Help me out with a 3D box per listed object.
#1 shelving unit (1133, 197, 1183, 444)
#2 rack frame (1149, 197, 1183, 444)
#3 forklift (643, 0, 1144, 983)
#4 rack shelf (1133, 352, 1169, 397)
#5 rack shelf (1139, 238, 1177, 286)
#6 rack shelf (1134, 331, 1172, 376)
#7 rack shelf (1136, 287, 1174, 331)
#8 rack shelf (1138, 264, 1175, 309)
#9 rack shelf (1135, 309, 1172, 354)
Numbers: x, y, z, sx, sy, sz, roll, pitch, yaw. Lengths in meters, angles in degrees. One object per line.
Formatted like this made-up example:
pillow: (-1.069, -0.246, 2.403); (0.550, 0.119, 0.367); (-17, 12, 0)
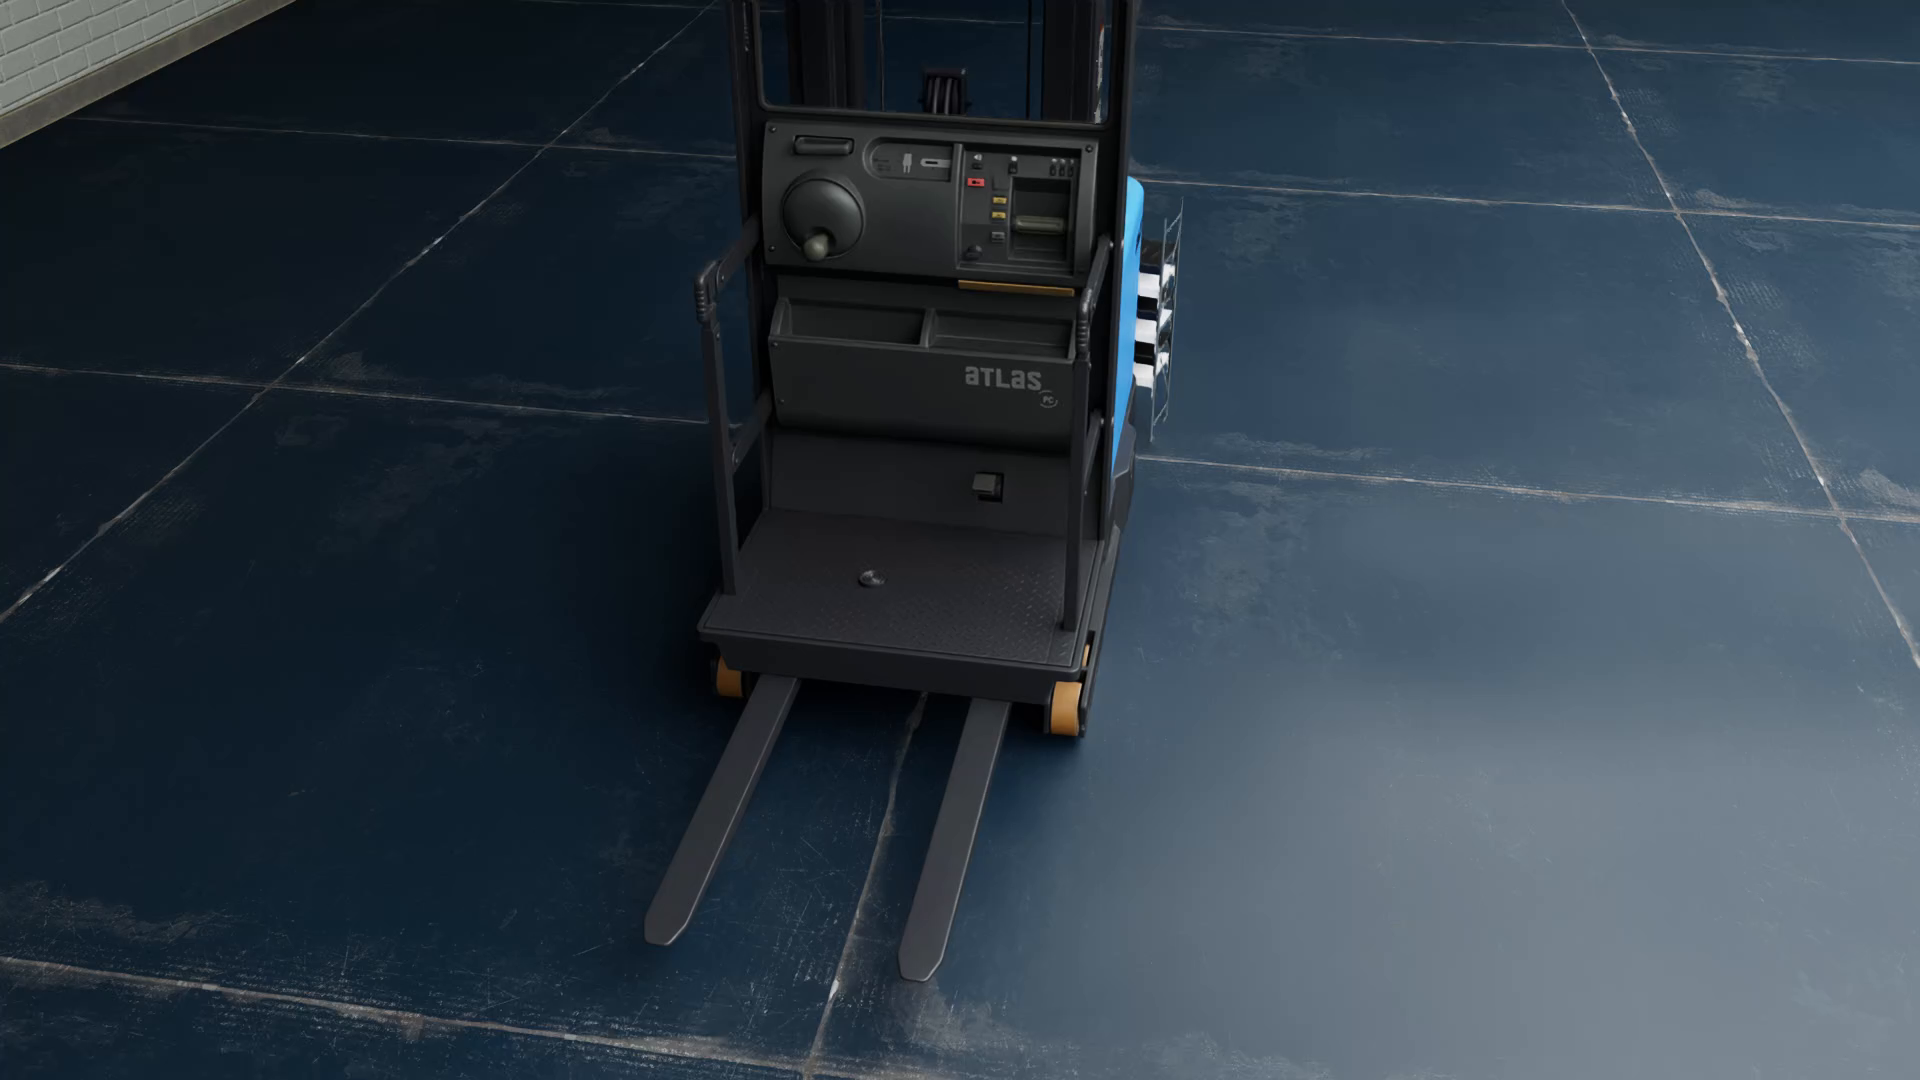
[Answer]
shelving unit: (0.672, -0.828, 6.224); (0.210, 0.900, 0.258); (12, 34, 18)
rack frame: (0.766, -0.808, 6.192); (0.006, 0.900, 0.240); (12, 34, 18)
forklift: (-0.127, -0.881, 4.395); (1.130, 2.935, 3.031); (6, 32, 9)
rack shelf: (0.672, -0.647, 6.337); (0.200, 0.077, 0.258); (12, 34, 18)
rack shelf: (0.672, -1.029, 6.099); (0.200, 0.077, 0.258); (12, 34, 18)
rack shelf: (0.672, -0.723, 6.290); (0.200, 0.077, 0.258); (12, 34, 18)
rack shelf: (0.672, -0.876, 6.194); (0.200, 0.077, 0.258); (12, 34, 18)
rack shelf: (0.672, -0.952, 6.146); (0.200, 0.077, 0.258); (12, 34, 18)
rack shelf: (0.672, -0.800, 6.242); (0.200, 0.077, 0.258); (12, 34, 18)
